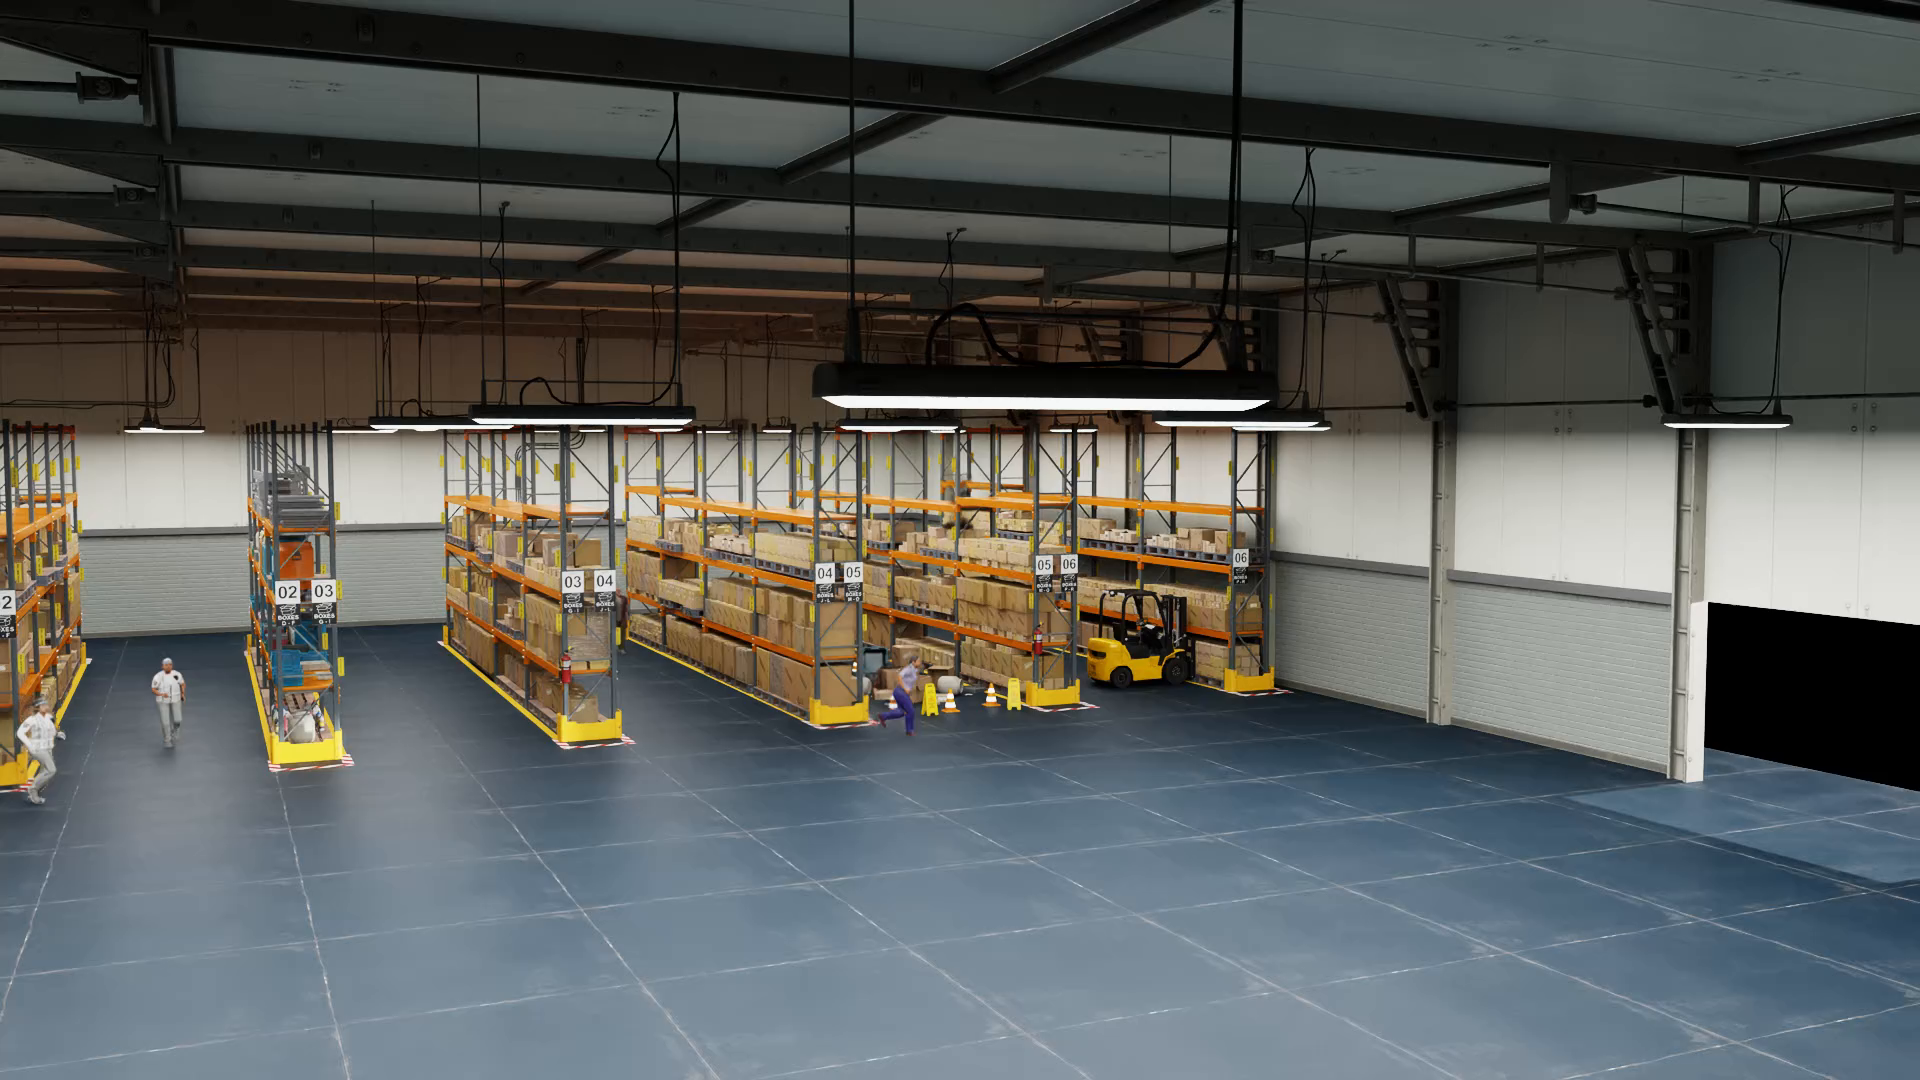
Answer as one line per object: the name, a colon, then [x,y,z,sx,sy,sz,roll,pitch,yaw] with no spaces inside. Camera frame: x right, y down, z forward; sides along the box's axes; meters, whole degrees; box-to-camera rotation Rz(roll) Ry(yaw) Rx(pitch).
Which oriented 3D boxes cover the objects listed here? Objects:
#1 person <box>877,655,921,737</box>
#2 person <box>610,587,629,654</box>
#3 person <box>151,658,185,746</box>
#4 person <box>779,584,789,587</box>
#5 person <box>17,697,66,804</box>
person: [-1.173,2.981,31.712,0.886,1.609,0.612,1,4,15]
person: [-9.026,2.101,43.822,0.694,1.763,0.927,-2,4,-30]
person: [-14.583,2.997,30.655,0.564,1.628,0.539,-2,4,-34]
person: [-5.108,1.648,51.018,0.934,1.770,0.625,-2,4,-30]
person: [-14.254,3.260,25.906,0.600,1.664,0.593,1,4,8]
